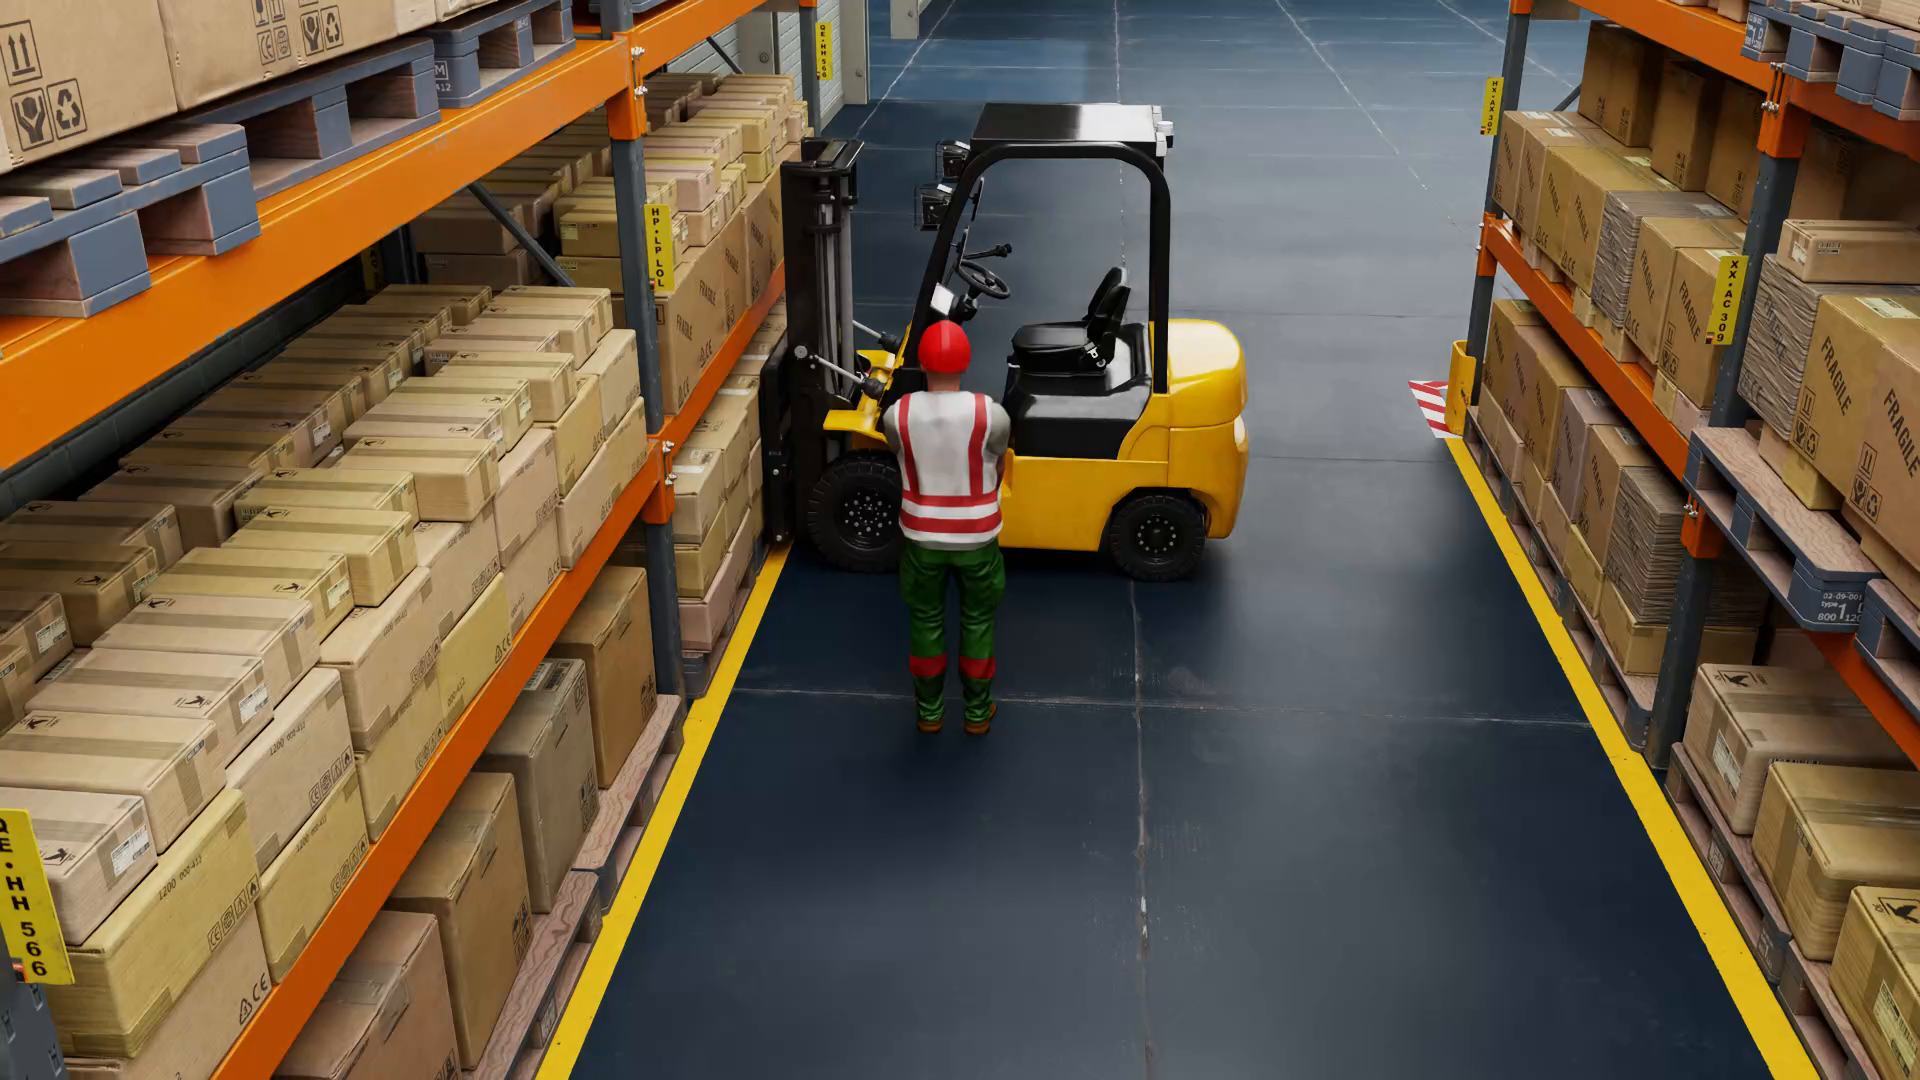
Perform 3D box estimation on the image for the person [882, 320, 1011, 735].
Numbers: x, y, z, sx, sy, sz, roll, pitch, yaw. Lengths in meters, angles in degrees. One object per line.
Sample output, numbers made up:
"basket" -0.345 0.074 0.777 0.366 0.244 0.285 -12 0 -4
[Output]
"person" -0.039 -0.066 6.724 0.495 1.785 0.561 2 24 5
